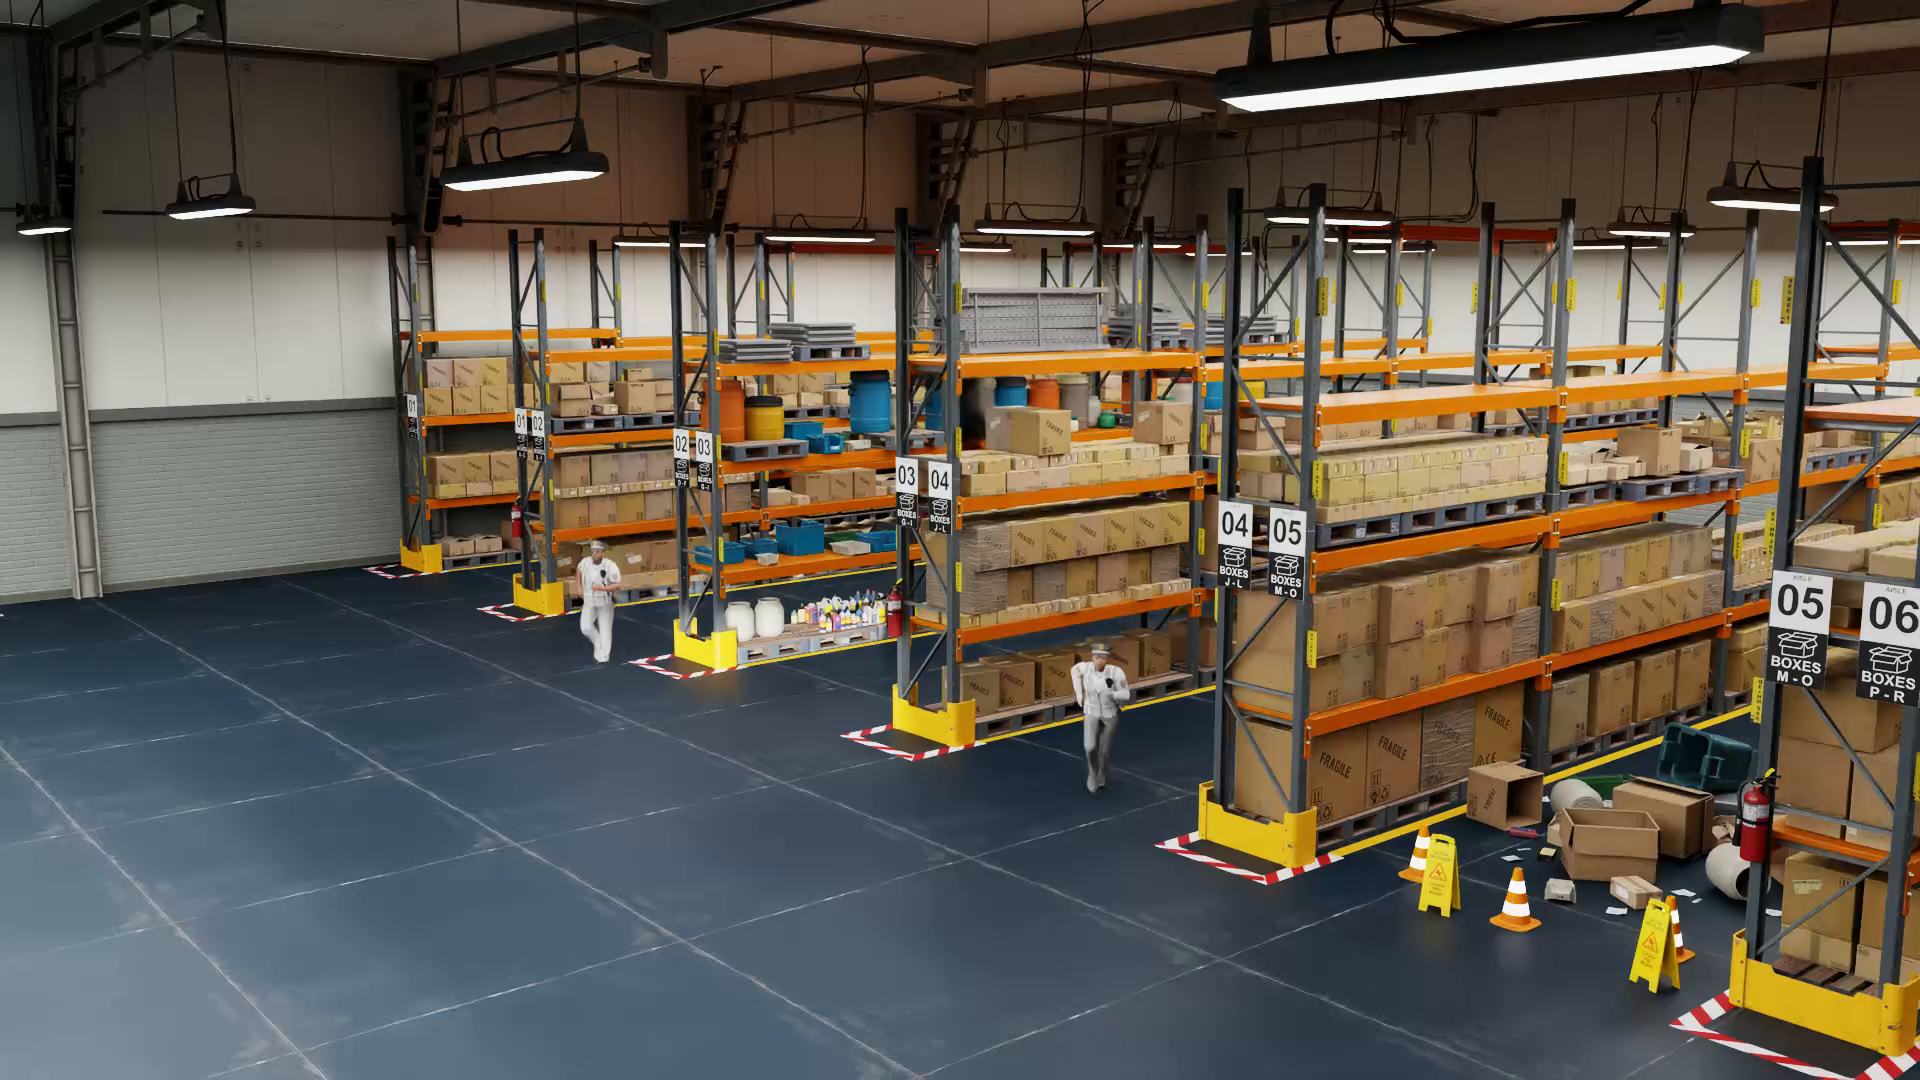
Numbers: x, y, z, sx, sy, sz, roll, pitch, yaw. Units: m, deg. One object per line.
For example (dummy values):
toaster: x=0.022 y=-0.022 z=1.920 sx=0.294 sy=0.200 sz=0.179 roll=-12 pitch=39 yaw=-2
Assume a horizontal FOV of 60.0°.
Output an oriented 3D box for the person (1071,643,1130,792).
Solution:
person: x=1.410 y=1.781 z=16.795 sx=0.599 sy=1.608 sz=0.827 roll=1 pitch=9 yaw=5

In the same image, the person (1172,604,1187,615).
person: x=3.349 y=0.255 z=24.770 sx=0.714 sy=1.747 sz=0.735 roll=8 pitch=12 yaw=44

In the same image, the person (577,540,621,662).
person: x=-4.924 y=0.845 z=22.536 sx=0.702 sy=1.730 sz=0.767 roll=1 pitch=9 yaw=8
